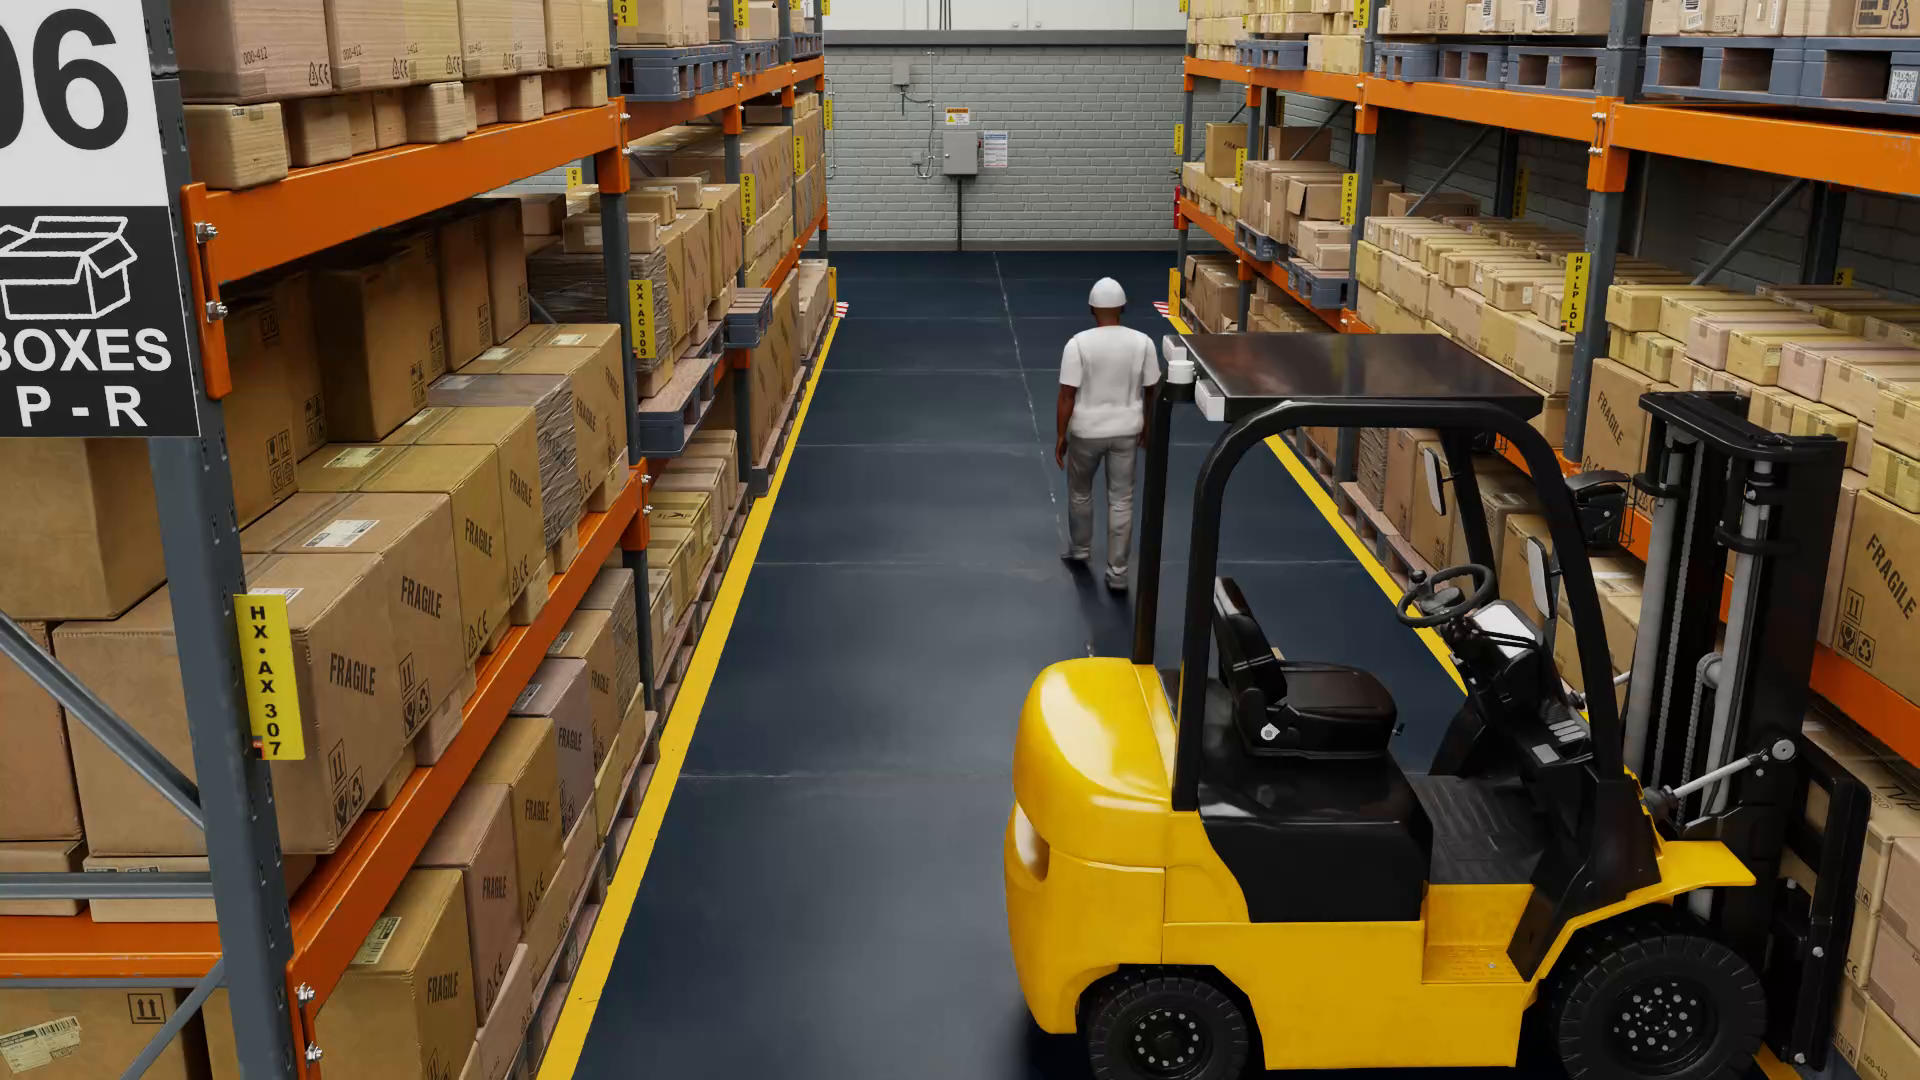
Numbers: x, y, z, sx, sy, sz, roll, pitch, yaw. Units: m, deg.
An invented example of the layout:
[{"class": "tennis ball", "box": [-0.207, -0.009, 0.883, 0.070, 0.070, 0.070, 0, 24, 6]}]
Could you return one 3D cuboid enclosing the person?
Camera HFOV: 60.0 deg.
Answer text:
[{"class": "person", "box": [0.830, -0.634, 9.564, 0.606, 1.773, 0.826, -1, 17, -2]}]
